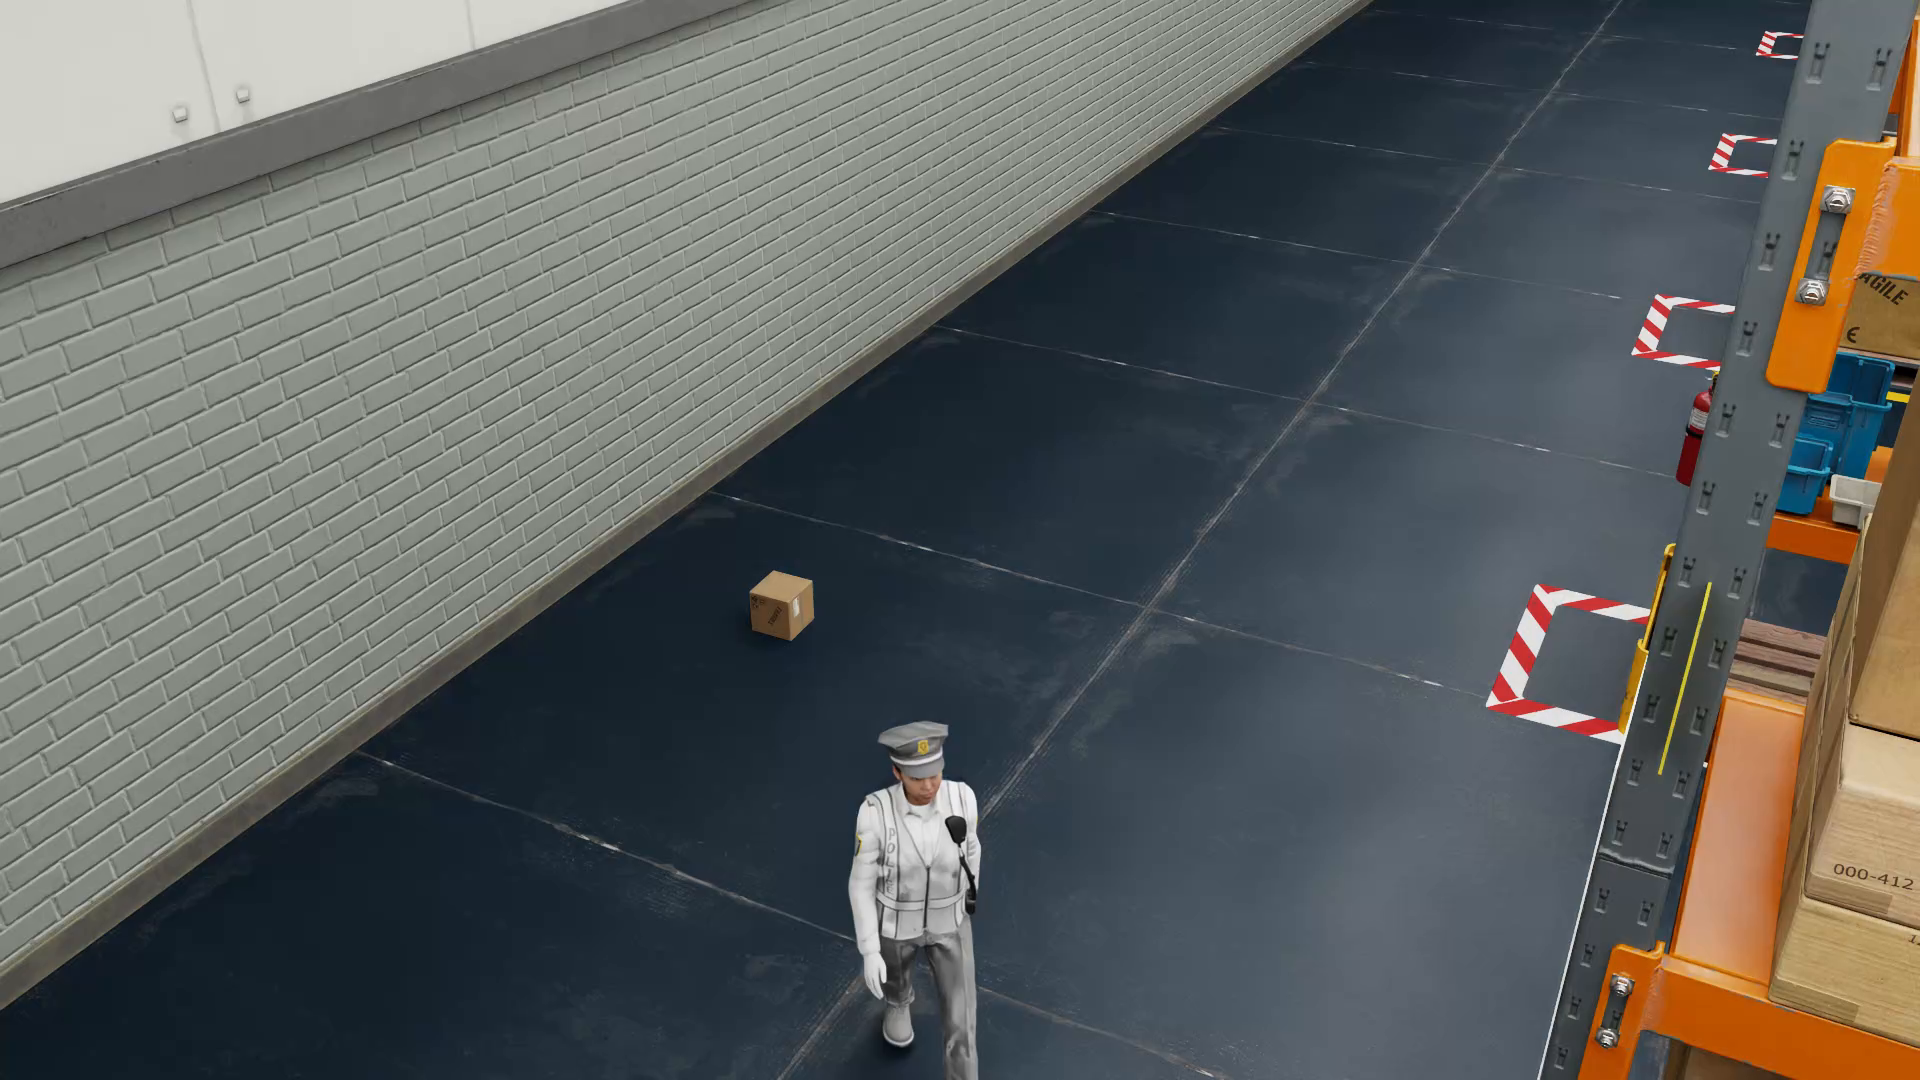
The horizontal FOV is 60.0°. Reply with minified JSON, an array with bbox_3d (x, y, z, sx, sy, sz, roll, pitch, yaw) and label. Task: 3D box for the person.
[{"bbox_3d":[-0.137,1.375,5.878,0.498,1.630,0.968,-5,31,-9],"label":"person"}]
